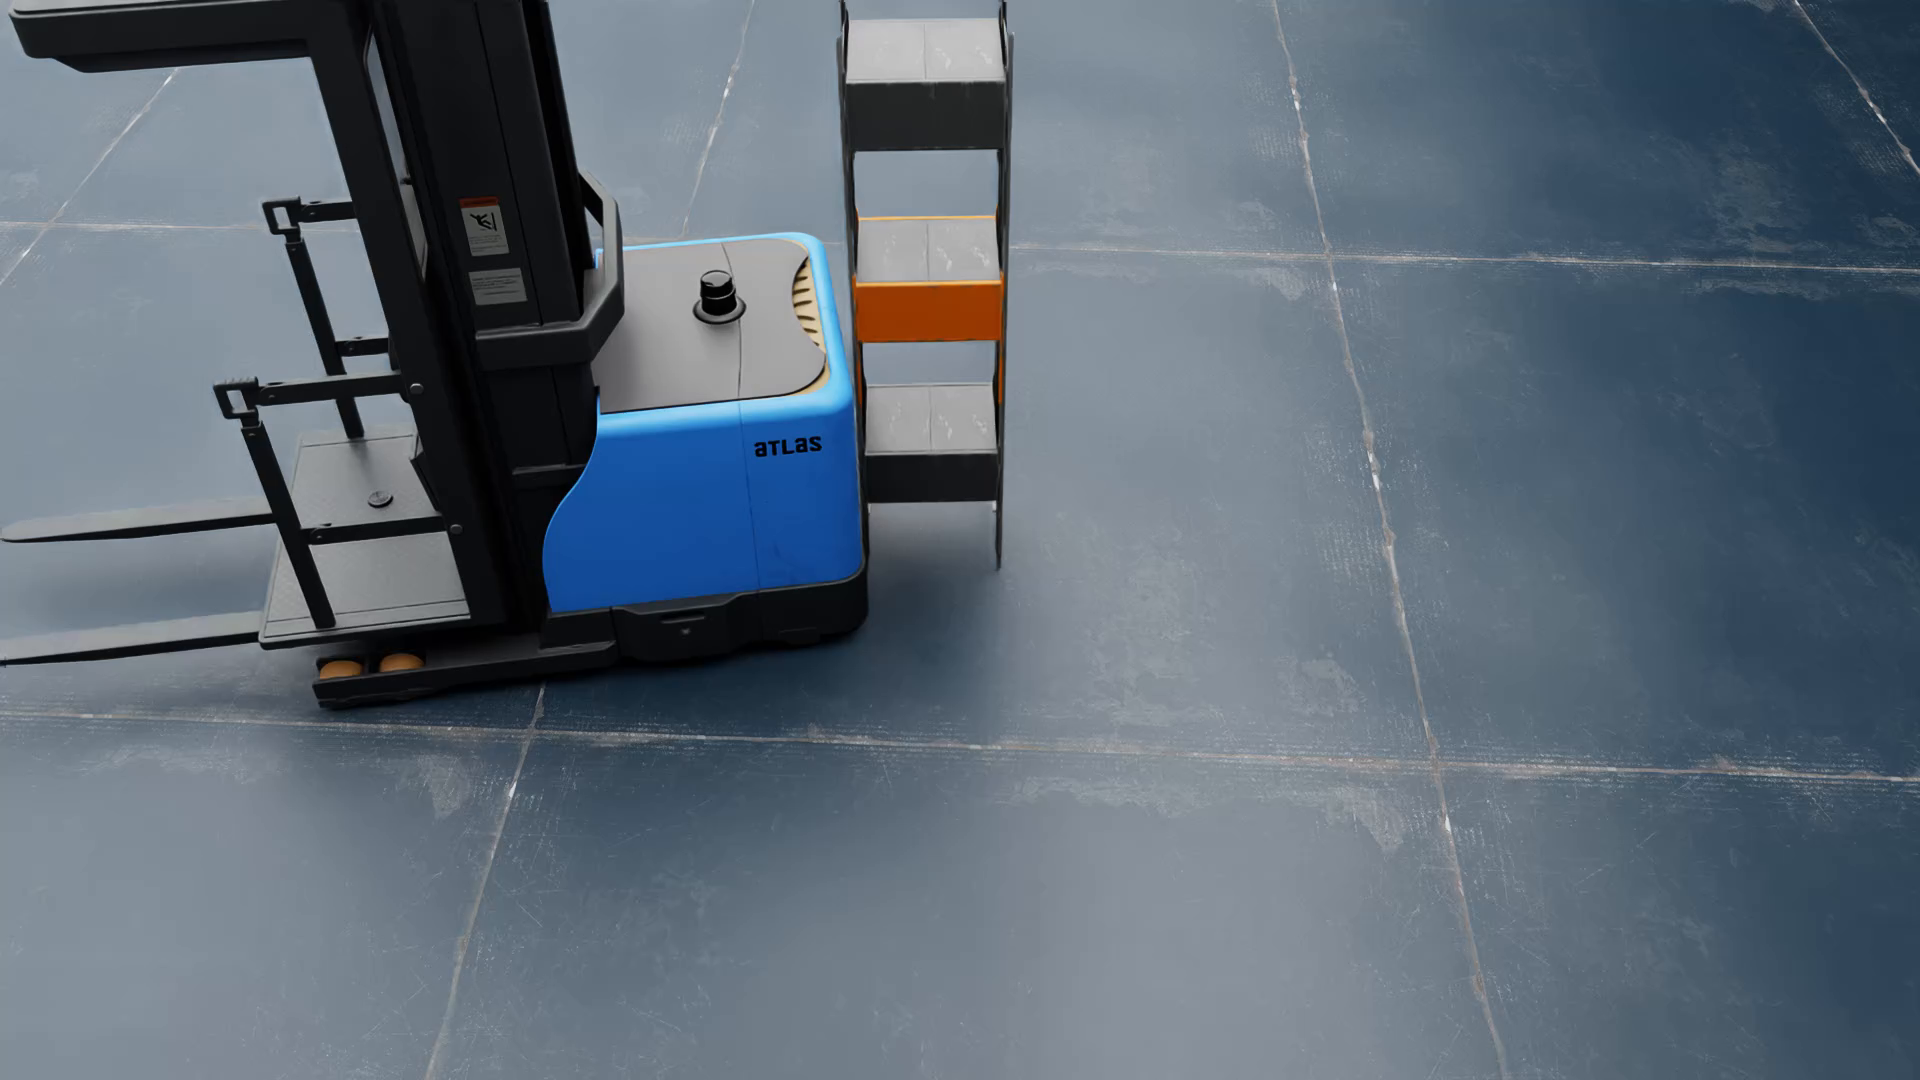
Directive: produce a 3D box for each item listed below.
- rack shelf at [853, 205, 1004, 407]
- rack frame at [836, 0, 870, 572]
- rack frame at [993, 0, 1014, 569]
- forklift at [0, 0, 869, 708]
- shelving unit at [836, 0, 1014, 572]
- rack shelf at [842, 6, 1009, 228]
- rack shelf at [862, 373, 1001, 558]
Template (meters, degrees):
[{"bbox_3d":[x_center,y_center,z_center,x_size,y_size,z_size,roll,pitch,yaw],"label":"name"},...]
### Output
[{"bbox_3d":[-0.105,-0.782,5.569,0.480,0.518,0.431,-1,43,-1],"label":"rack shelf"},{"bbox_3d":[-0.349,-0.788,5.555,0.015,2.100,0.400,-1,43,-1],"label":"rack frame"},{"bbox_3d":[0.139,-0.797,5.565,0.015,2.100,0.400,-1,43,-1],"label":"rack frame"},{"bbox_3d":[-1.888,-0.895,5.060,3.031,2.935,1.130,-6,43,-7],"label":"forklift"},{"bbox_3d":[-0.105,-0.792,5.560,0.503,2.100,0.431,-1,43,-1],"label":"shelving unit"},{"bbox_3d":[-0.105,-1.295,5.092,0.480,0.518,0.431,-1,43,-1],"label":"rack shelf"},{"bbox_3d":[-0.105,-0.270,6.047,0.480,0.518,0.431,-1,43,-1],"label":"rack shelf"}]
